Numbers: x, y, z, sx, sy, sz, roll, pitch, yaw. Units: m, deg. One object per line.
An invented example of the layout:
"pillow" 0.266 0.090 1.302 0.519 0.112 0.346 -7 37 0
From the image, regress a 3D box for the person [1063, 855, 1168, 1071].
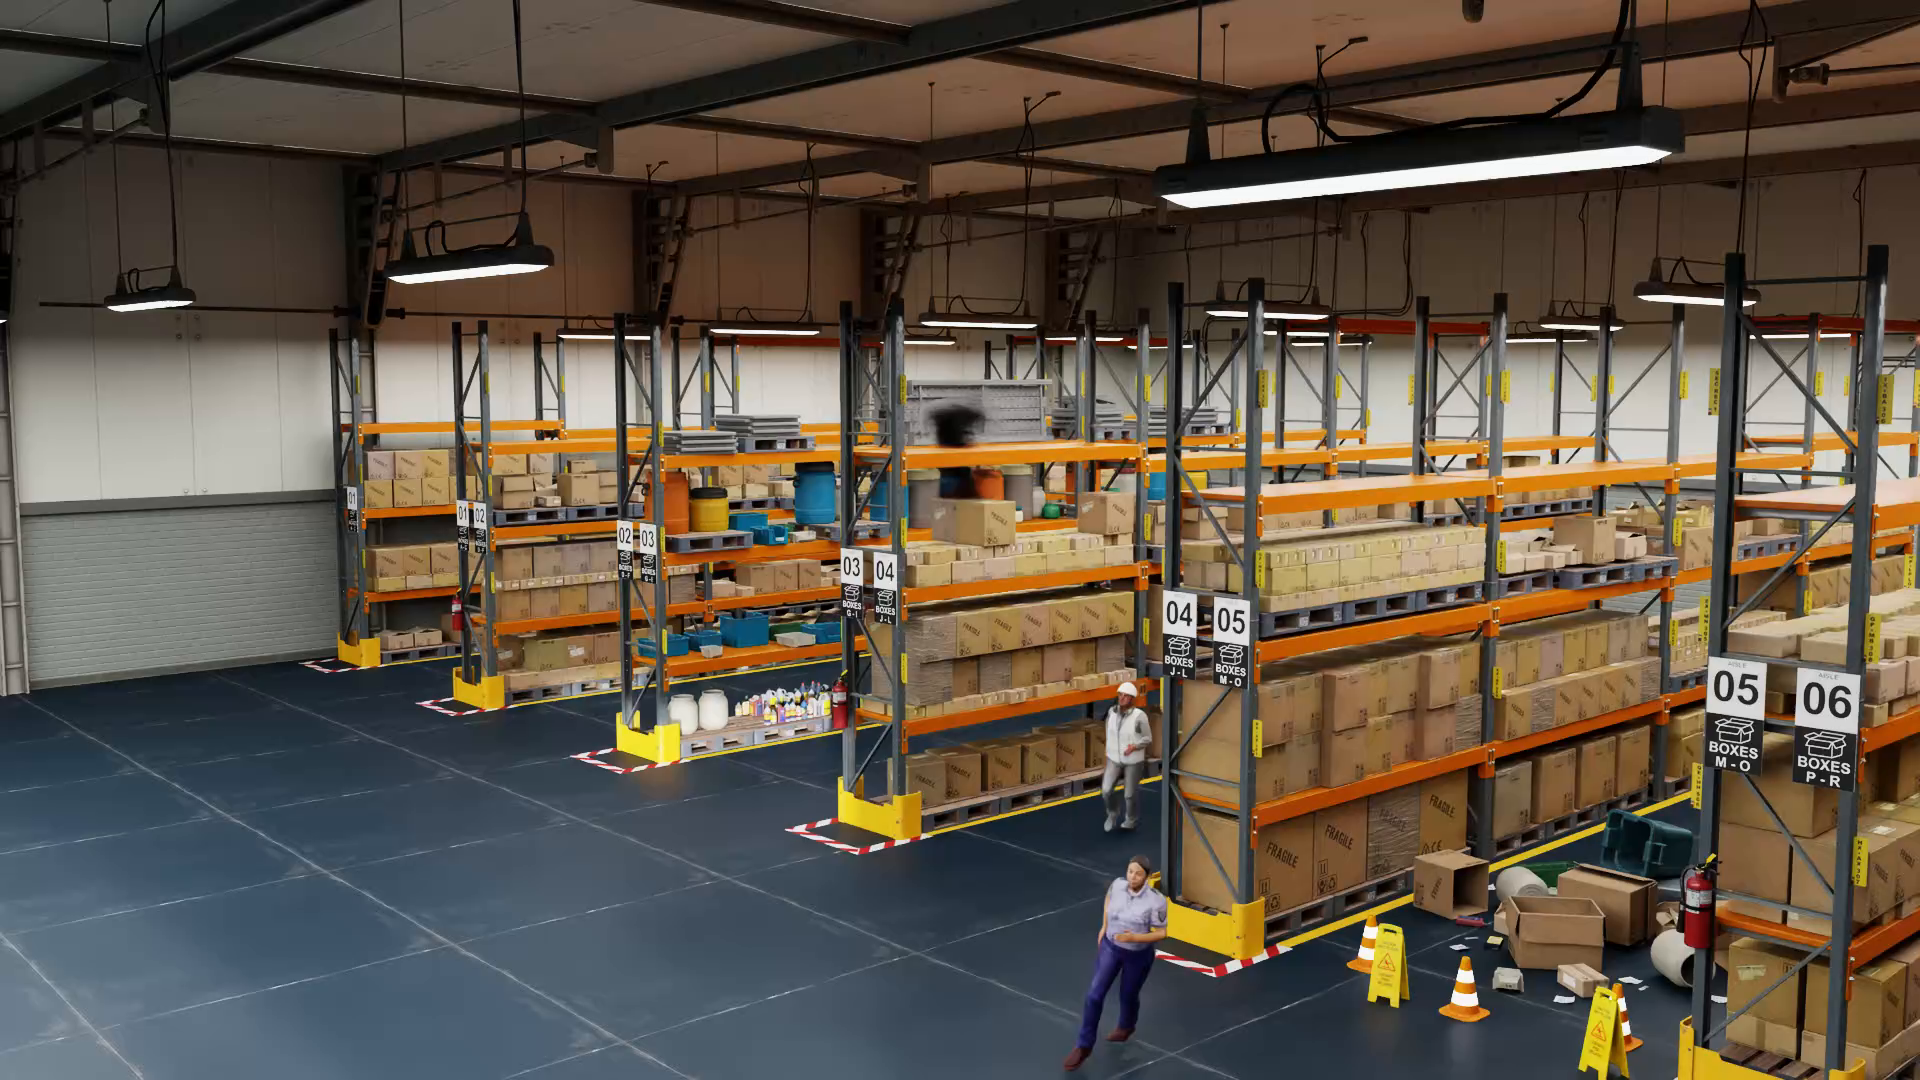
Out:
"person" 1.229 3.110 12.475 0.715 1.580 0.821 2 6 22

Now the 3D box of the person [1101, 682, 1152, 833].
"person" 1.855 2.453 18.665 0.639 1.734 0.751 3 6 26
